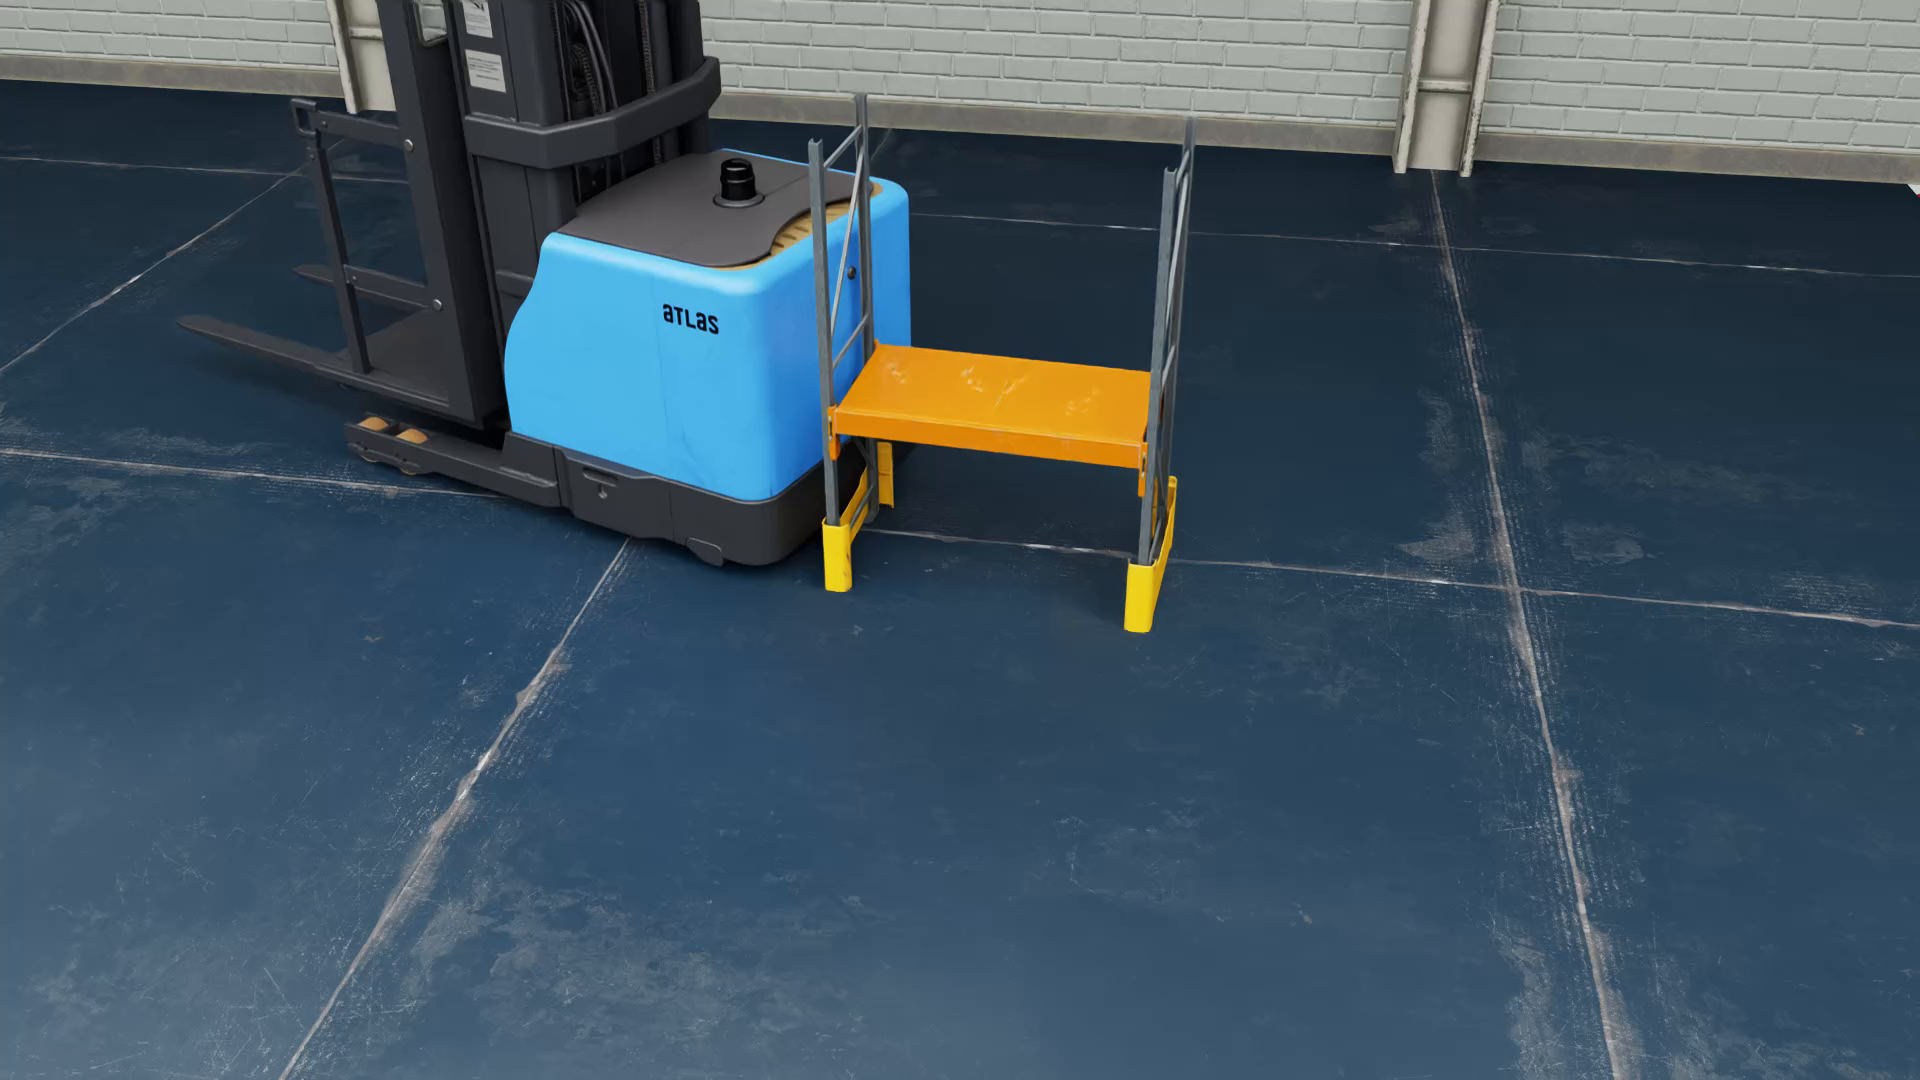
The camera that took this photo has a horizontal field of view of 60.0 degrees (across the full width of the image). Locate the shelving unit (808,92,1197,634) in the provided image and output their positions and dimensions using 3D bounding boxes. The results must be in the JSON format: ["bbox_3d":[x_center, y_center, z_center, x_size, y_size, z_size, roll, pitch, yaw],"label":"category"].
[{"bbox_3d":[0.143,-0.554,5.222,1.083,1.500,0.587,7,33,11],"label":"shelving unit"}]

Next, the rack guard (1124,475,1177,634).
[{"bbox_3d":[0.628,0.038,5.454,0.087,0.250,0.587,7,33,11],"label":"rack guard"}]

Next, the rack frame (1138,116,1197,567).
[{"bbox_3d":[0.629,-0.492,5.122,0.032,1.500,0.500,7,33,11],"label":"rack frame"}]

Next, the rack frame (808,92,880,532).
[{"bbox_3d":[-0.359,-0.619,5.325,0.032,1.500,0.500,7,33,11],"label":"rack frame"}]

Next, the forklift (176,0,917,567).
[{"bbox_3d":[-1.701,-1.708,5.717,3.031,2.935,1.130,16,36,24],"label":"forklift"}]

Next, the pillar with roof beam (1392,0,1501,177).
[{"bbox_3d":[1.820,-3.590,3.004,0.400,9.000,9.100,5,32,8],"label":"pillar with roof beam"}]

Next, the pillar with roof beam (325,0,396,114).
[{"bbox_3d":[-4.095,-4.125,3.859,0.400,9.000,9.100,5,32,8],"label":"pillar with roof beam"}]

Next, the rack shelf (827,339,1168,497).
[{"bbox_3d":[0.135,-0.403,5.319,1.000,0.185,0.538,7,33,11],"label":"rack shelf"}]

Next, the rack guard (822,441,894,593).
[{"bbox_3d":[-0.341,-0.087,5.653,0.087,0.250,0.587,7,33,11],"label":"rack guard"}]
